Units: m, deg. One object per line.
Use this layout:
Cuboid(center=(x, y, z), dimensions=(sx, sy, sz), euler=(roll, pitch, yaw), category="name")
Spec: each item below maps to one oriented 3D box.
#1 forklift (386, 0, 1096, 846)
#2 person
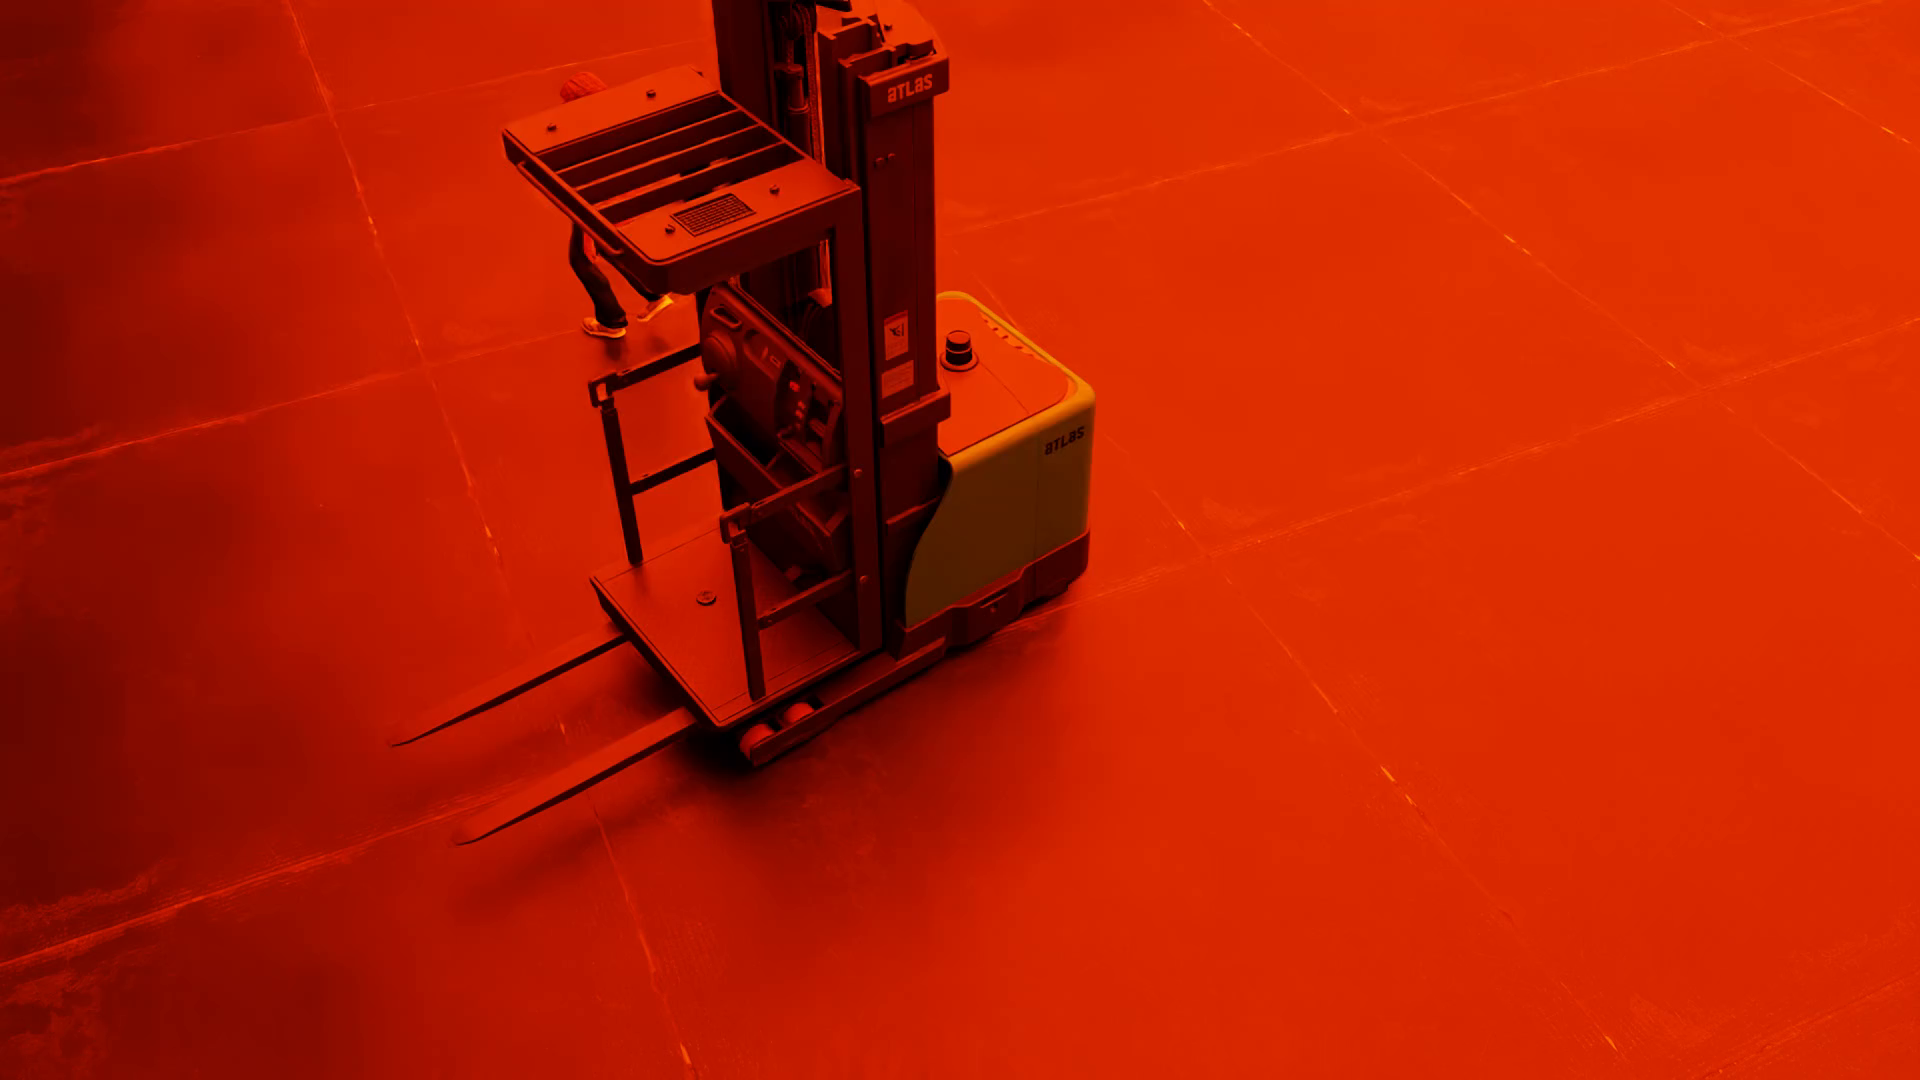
Cuboid(center=(-0.895, -0.563, 6.283), dimensions=(3.031, 2.935, 1.130), euler=(-27, 50, -26), category="forklift")
Cuboid(center=(-1.849, -1.664, 8.481), dimensions=(0.535, 1.555, 0.595), euler=(18, 46, 19), category="person")
